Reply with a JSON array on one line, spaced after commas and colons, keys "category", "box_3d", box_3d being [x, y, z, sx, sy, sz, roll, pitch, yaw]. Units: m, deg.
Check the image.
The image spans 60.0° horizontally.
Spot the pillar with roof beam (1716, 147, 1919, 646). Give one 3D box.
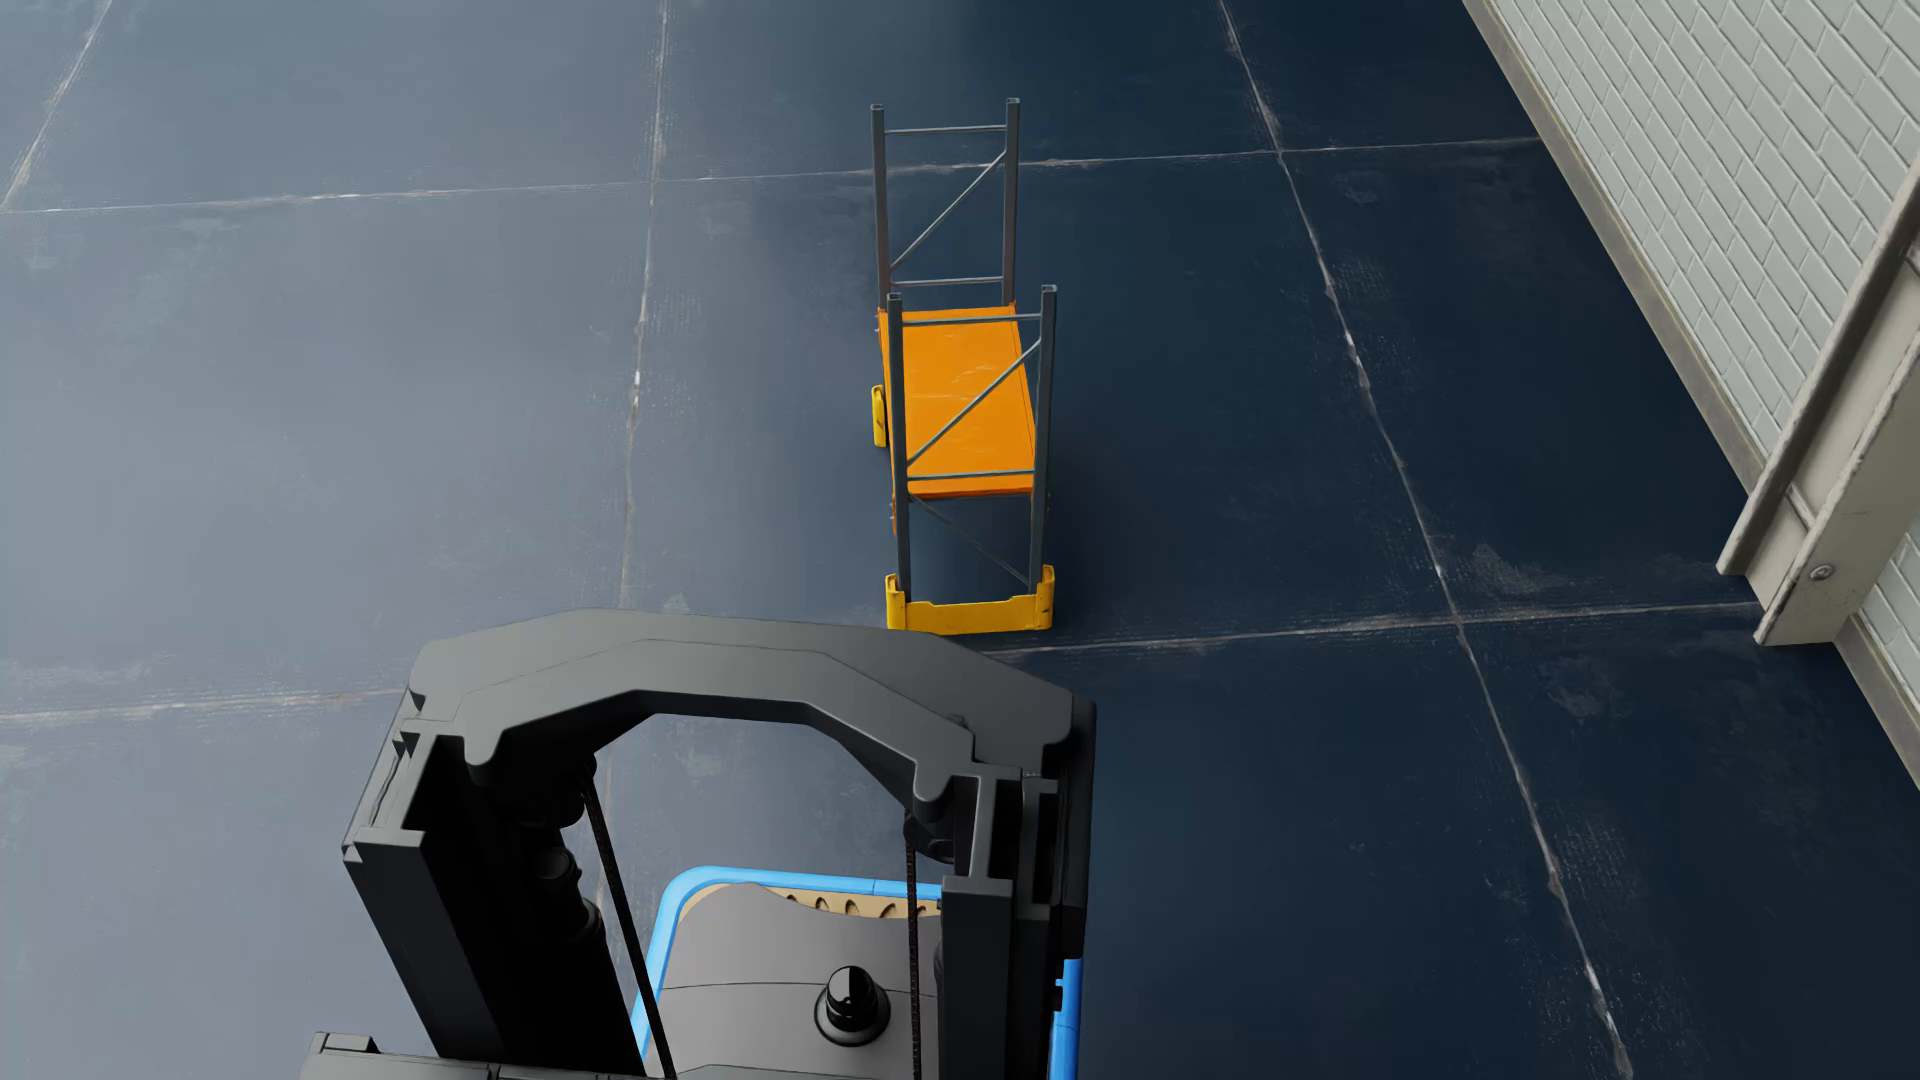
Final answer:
[{"category": "pillar with roof beam", "box_3d": [-1.321, -2.610, 2.524, 9.100, 9.000, 0.400, -3, 47, -3]}]

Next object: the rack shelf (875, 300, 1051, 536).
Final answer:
[{"category": "rack shelf", "box_3d": [-0.007, -0.454, 5.895, 0.538, 0.185, 1.000, -3, 47, -3]}]

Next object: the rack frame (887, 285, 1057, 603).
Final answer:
[{"category": "rack frame", "box_3d": [0.035, -0.210, 5.416, 0.500, 1.500, 0.032, -3, 47, -3]}]

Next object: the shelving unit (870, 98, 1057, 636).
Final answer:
[{"category": "shelving unit", "box_3d": [-0.006, -0.571, 5.758, 0.587, 1.500, 1.083, -3, 47, -3]}]

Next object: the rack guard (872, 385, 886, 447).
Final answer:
[{"category": "rack guard", "box_3d": [-0.048, -0.501, 6.553, 0.587, 0.250, 0.087, -3, 47, -3]}]

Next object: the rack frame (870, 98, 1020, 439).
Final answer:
[{"category": "rack frame", "box_3d": [-0.050, -0.945, 6.112, 0.500, 1.500, 0.032, -3, 47, -3]}]

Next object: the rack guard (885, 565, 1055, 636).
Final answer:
[{"category": "rack guard", "box_3d": [0.035, 0.219, 5.870, 0.587, 0.250, 0.087, -3, 47, -3]}]

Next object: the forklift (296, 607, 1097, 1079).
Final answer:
[{"category": "forklift", "box_3d": [-0.347, 1.616, 2.701, 1.130, 2.935, 3.031, 4, 47, 4]}]
